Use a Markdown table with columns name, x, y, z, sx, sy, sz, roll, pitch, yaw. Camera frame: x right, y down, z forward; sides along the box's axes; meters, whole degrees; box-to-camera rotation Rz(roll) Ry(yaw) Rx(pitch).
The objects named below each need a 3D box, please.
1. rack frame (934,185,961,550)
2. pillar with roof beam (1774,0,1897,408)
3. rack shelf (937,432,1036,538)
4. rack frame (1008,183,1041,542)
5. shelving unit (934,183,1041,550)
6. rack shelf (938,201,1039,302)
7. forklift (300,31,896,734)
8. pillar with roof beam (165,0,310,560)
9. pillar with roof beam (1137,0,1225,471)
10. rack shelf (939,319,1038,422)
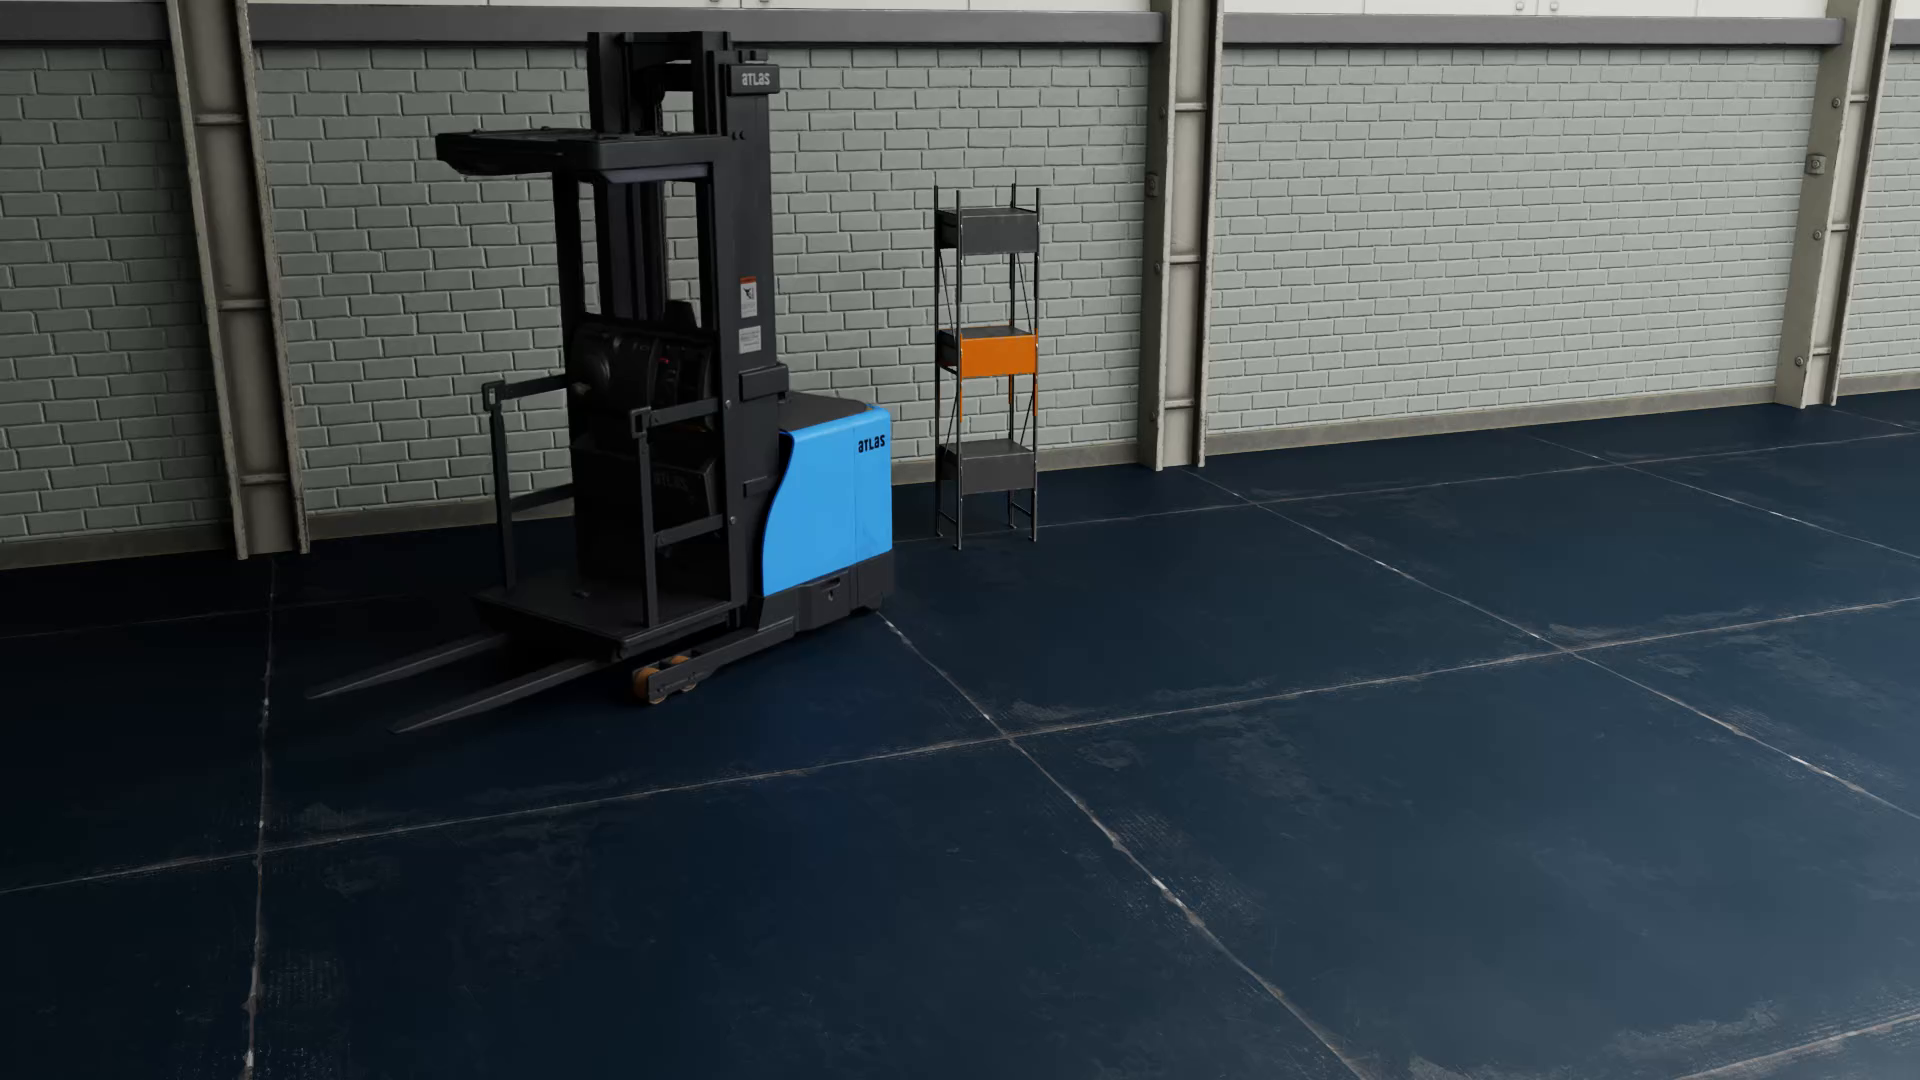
| name | x | y | z | sx | sy | sz | roll | pitch | yaw |
| --- | --- | --- | --- | --- | --- | --- | --- | --- | --- |
| rack frame | -0.073 | -1.000 | 9.775 | 0.015 | 2.100 | 0.400 | -6 | 17 | -20 |
| pillar with roof beam | 8.657 | -4.339 | 8.904 | 0.400 | 9.000 | 9.100 | -6 | 17 | -20 |
| rack shelf | 0.155 | -0.339 | 10.060 | 0.480 | 0.518 | 0.431 | -6 | 17 | -20 |
| rack frame | 0.382 | -1.049 | 9.943 | 0.015 | 2.100 | 0.400 | -6 | 17 | -20 |
| shelving unit | 0.155 | -1.024 | 9.859 | 0.503 | 2.100 | 0.431 | -6 | 17 | -20 |
| rack shelf | 0.155 | -1.683 | 9.666 | 0.480 | 0.518 | 0.431 | -6 | 17 | -20 |
| forklift | -1.630 | -0.816 | 7.674 | 1.130 | 2.935 | 3.031 | 12 | 20 | 35 |
| pillar with roof beam | -2.549 | -3.130 | 4.784 | 0.400 | 9.000 | 9.100 | -6 | 17 | -20 |
| pillar with roof beam | 3.054 | -3.734 | 6.844 | 0.400 | 9.000 | 9.100 | -6 | 17 | -20 |
| rack shelf | 0.155 | -1.011 | 9.863 | 0.480 | 0.518 | 0.431 | -6 | 17 | -20 |
